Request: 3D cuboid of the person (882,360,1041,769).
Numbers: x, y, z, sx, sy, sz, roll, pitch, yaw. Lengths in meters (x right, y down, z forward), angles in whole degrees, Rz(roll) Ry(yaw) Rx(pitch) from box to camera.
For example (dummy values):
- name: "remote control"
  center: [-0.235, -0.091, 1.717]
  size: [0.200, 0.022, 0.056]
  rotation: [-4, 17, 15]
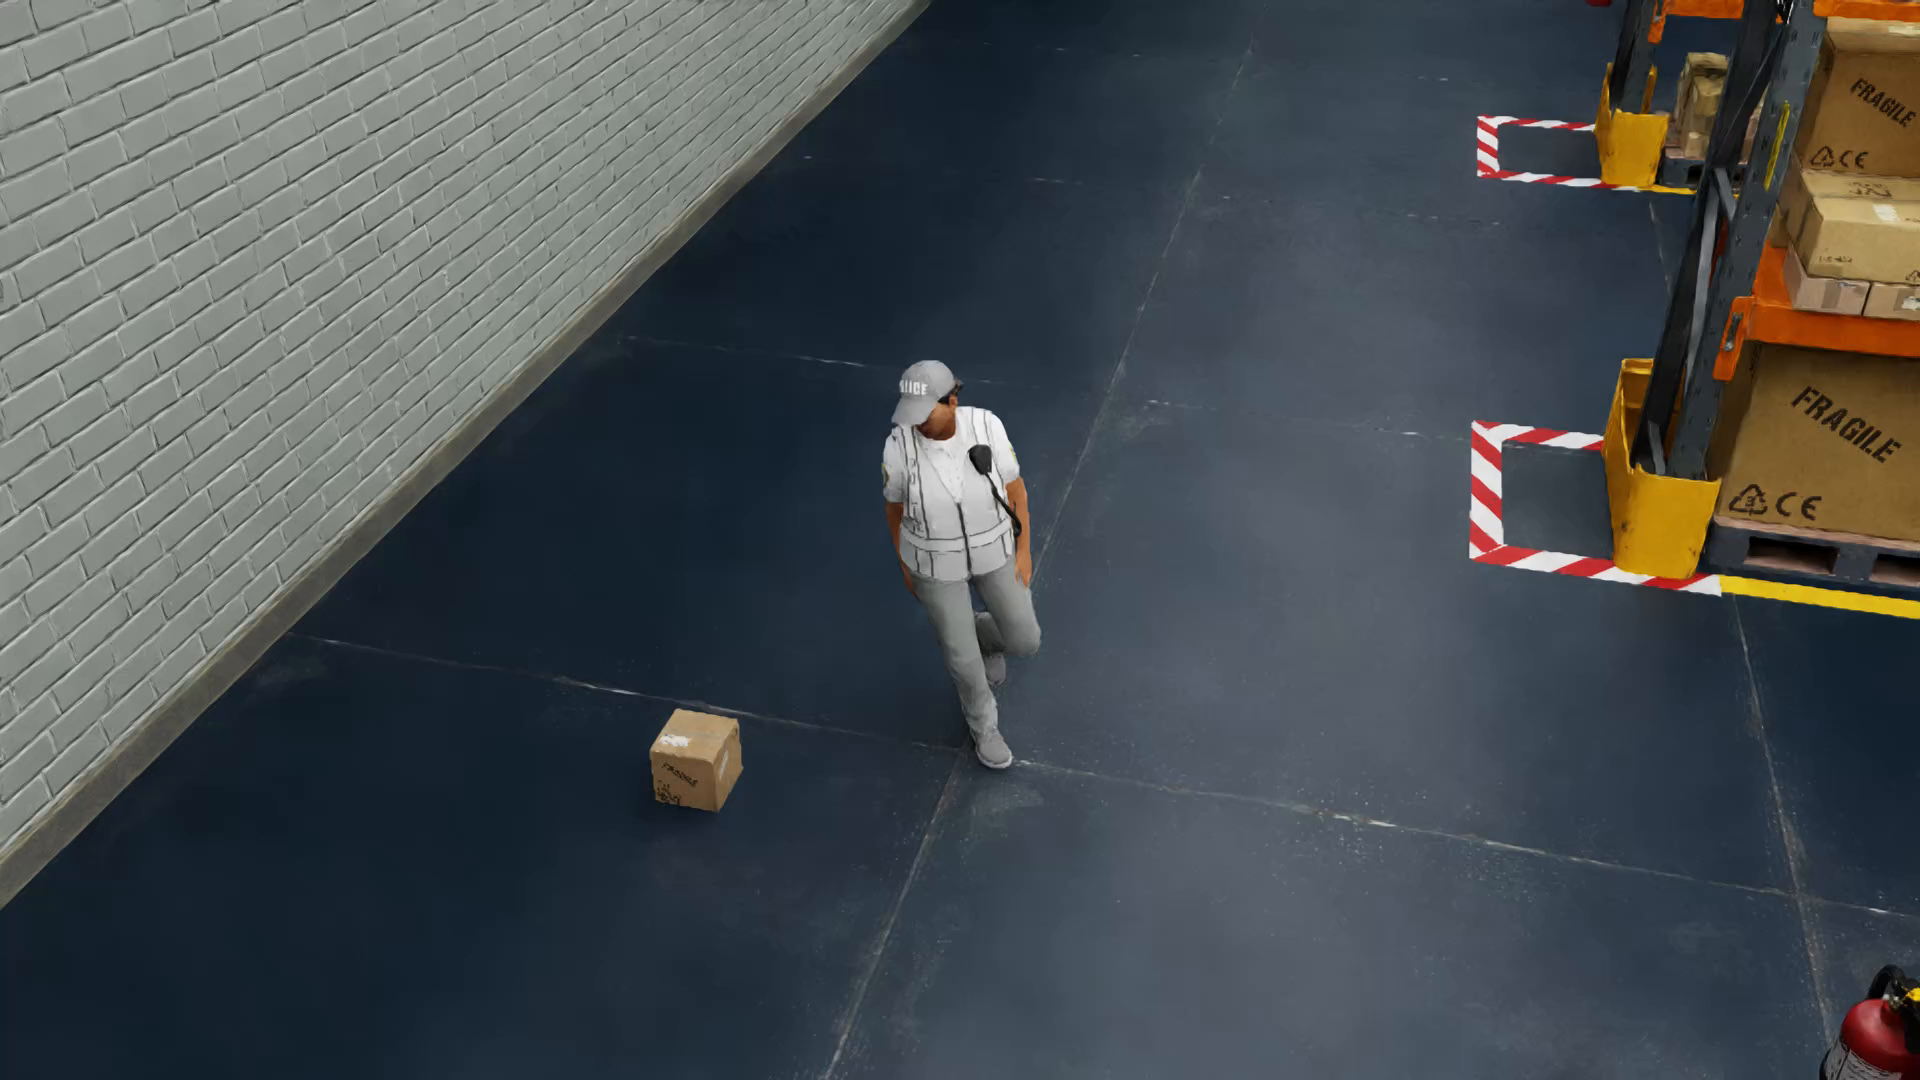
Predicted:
- name: "person"
  center: [0.001, 0.046, 6.096]
  size: [0.555, 1.624, 0.614]
  rotation: [-7, 34, -11]
